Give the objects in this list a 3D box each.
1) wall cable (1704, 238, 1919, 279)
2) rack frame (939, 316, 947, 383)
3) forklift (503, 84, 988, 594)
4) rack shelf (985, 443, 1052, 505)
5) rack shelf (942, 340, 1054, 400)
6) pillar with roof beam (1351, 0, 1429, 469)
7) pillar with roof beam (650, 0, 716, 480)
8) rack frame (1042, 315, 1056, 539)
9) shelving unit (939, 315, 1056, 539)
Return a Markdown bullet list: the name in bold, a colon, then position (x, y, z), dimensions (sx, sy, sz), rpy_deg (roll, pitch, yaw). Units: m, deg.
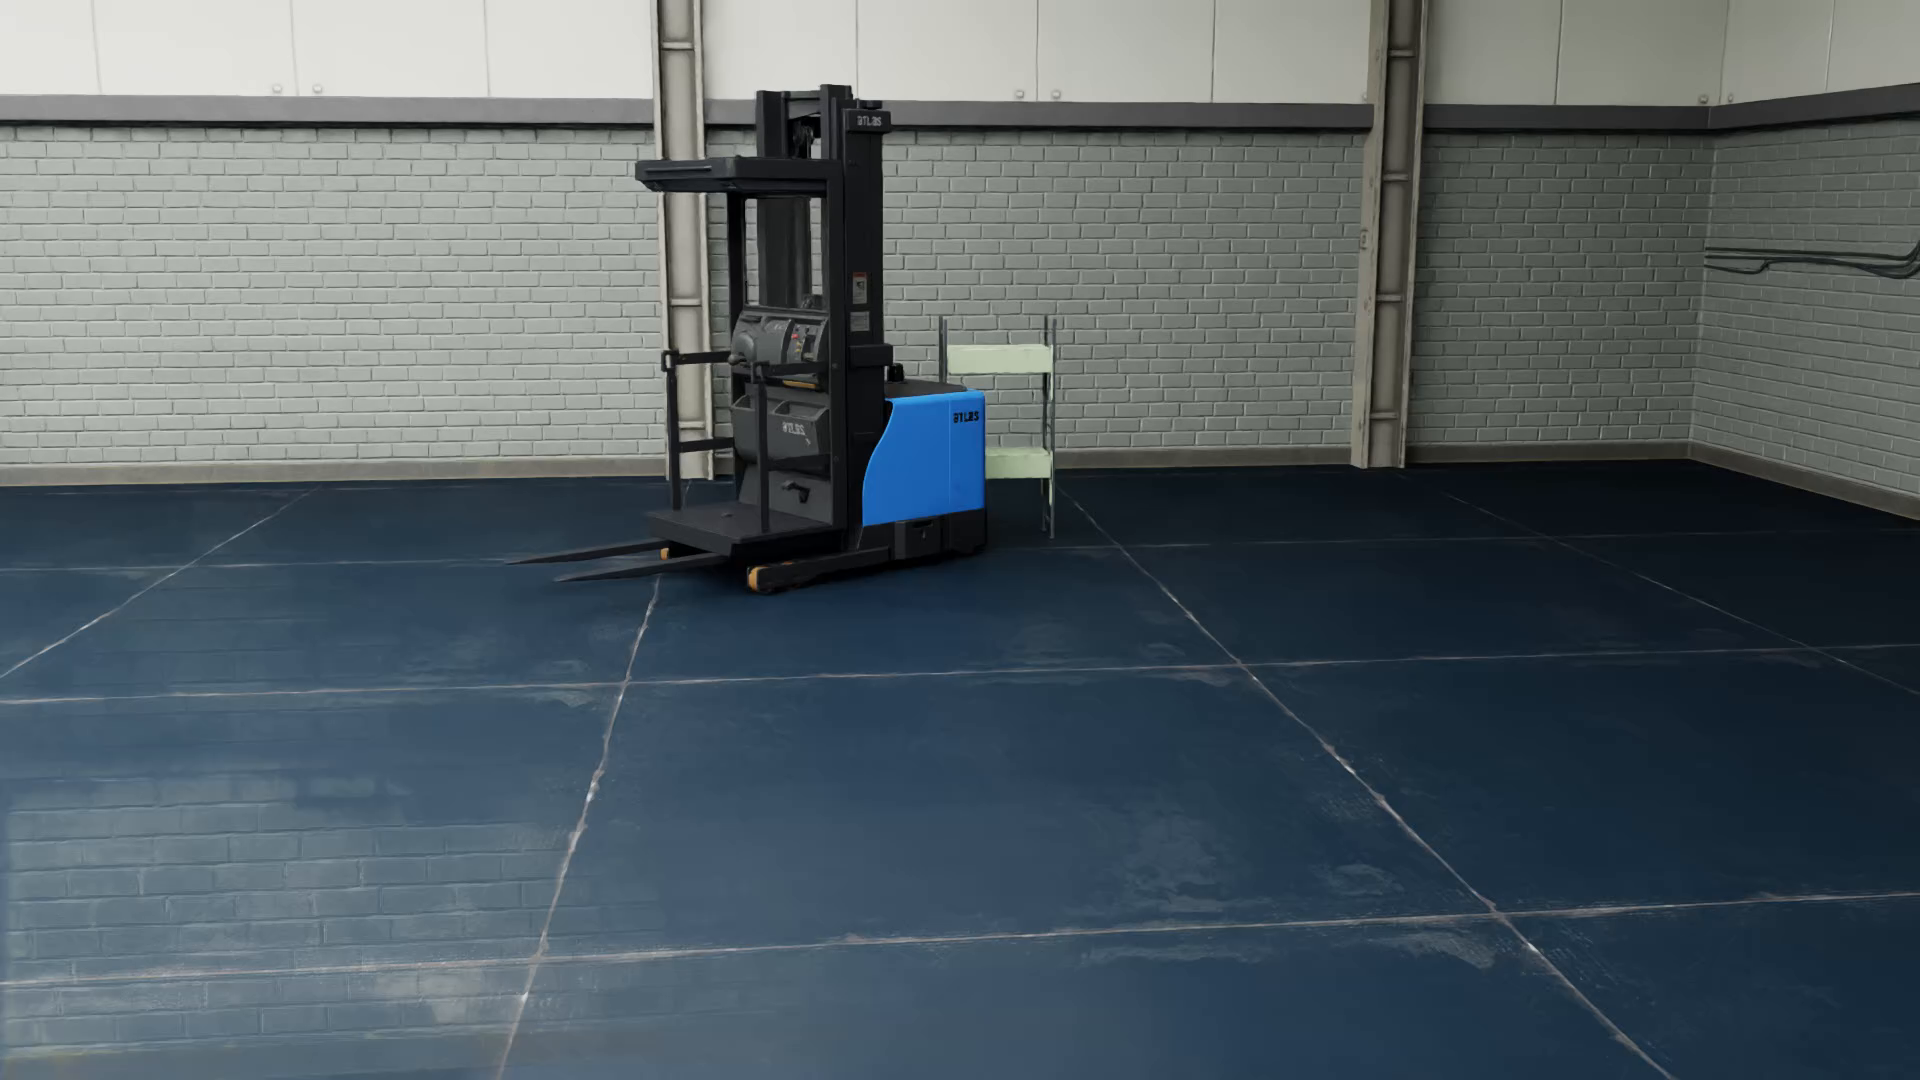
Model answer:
- **wall cable**: position (6.762, -3.356, 13.162), dimensions (0.112, 2.526, 3.097), rpy_deg (-1, 11, -6)
- **rack frame**: position (-0.115, -0.768, 11.389), dimensions (0.023, 1.500, 0.400), rpy_deg (-1, 11, -6)
- **forklift**: position (-1.267, -1.235, 10.053), dimensions (3.031, 2.935, 1.130), rpy_deg (-9, 15, -40)
- **rack shelf**: position (0.249, -0.456, 11.488), dimensions (0.720, 0.370, 0.431), rpy_deg (-1, 11, -6)
- **rack shelf**: position (0.249, -1.159, 11.350), dimensions (0.720, 0.370, 0.431), rpy_deg (-1, 11, -6)
- **pillar with roof beam**: position (4.155, -4.247, 9.641), dimensions (0.400, 9.000, 9.100), rpy_deg (-1, 11, -6)
- **pillar with roof beam**: position (-1.810, -4.122, 9.005), dimensions (0.400, 9.000, 9.100), rpy_deg (-1, 11, -6)
- **rack frame**: position (0.613, -0.783, 11.462), dimensions (0.023, 1.500, 0.400), rpy_deg (-1, 11, -6)
- **shelving unit**: position (0.249, -0.776, 11.425), dimensions (0.755, 1.500, 0.431), rpy_deg (-1, 11, -6)
